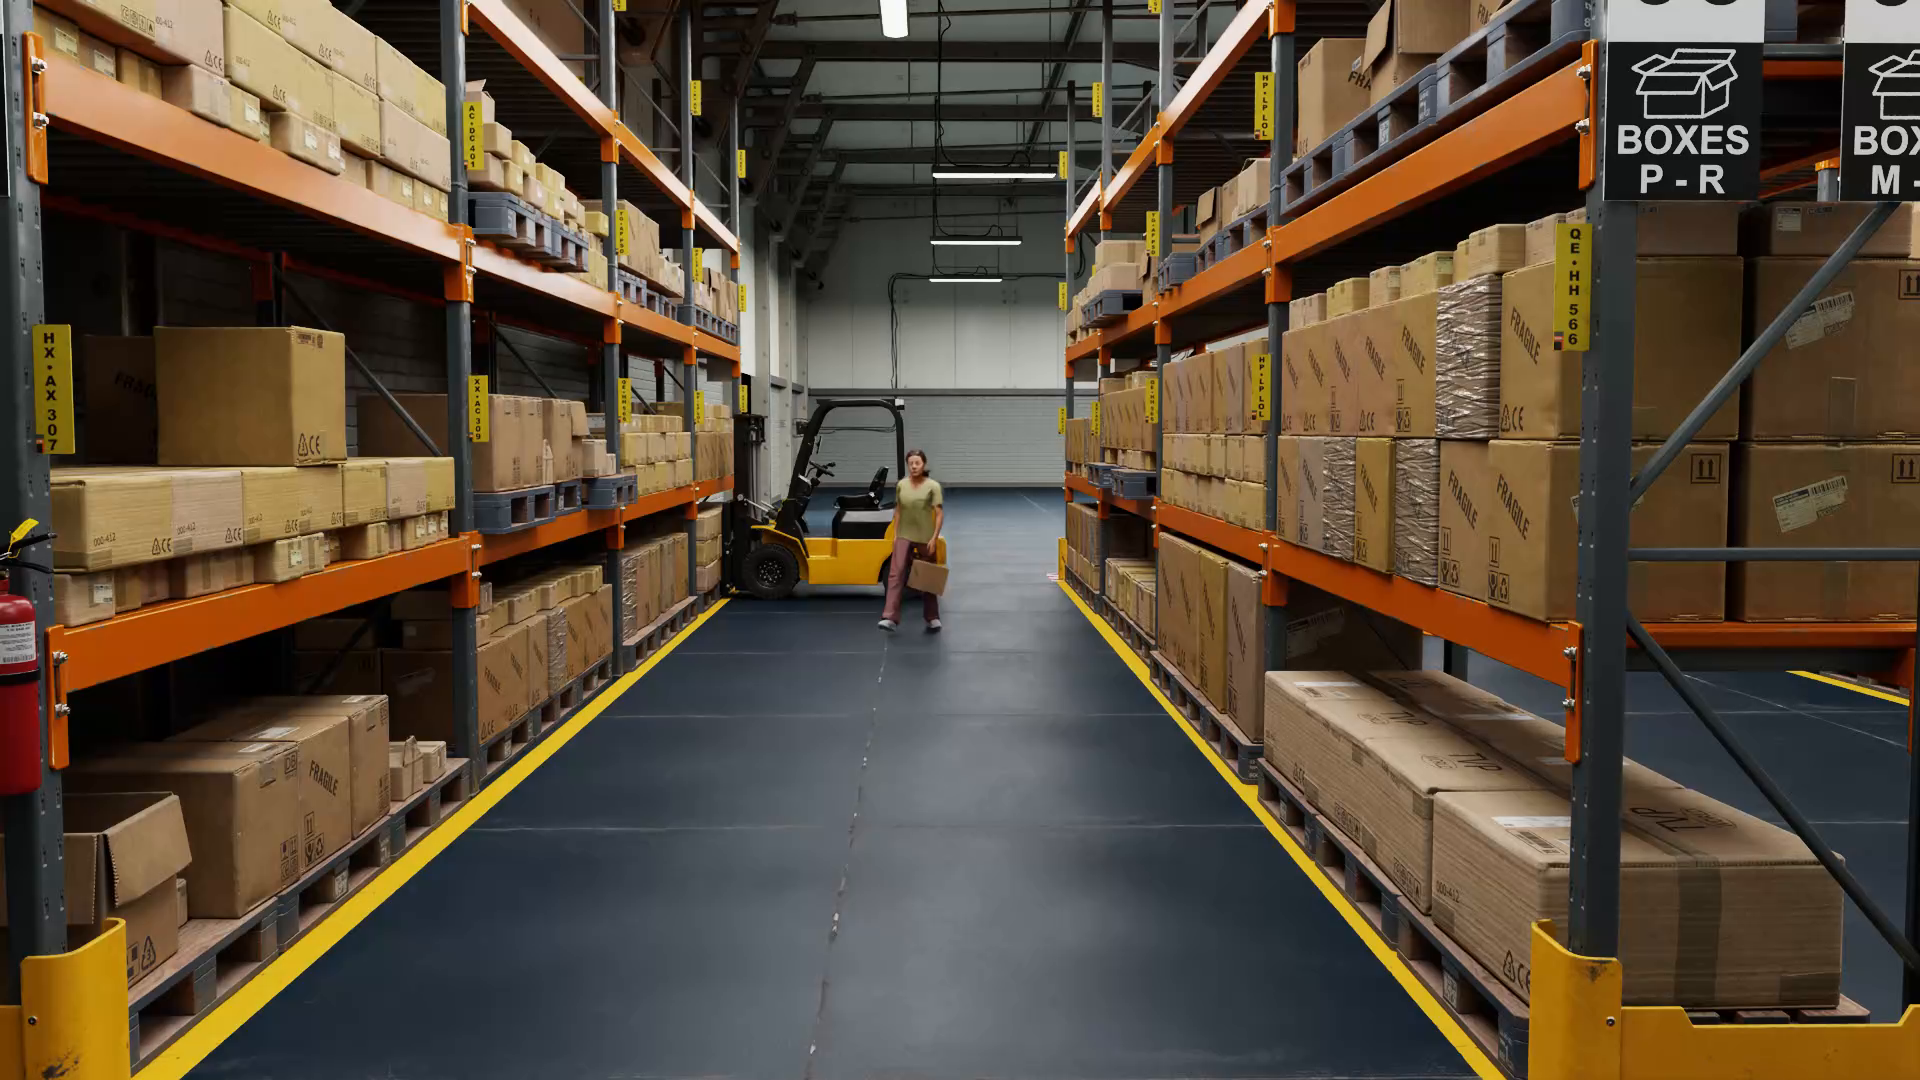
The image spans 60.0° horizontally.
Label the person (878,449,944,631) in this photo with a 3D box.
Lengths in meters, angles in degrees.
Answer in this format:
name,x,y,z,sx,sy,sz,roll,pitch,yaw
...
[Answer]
name,x,y,z,sx,sy,sz,roll,pitch,yaw
person,-0.401,0.003,14.913,0.499,1.631,0.864,1,4,12
